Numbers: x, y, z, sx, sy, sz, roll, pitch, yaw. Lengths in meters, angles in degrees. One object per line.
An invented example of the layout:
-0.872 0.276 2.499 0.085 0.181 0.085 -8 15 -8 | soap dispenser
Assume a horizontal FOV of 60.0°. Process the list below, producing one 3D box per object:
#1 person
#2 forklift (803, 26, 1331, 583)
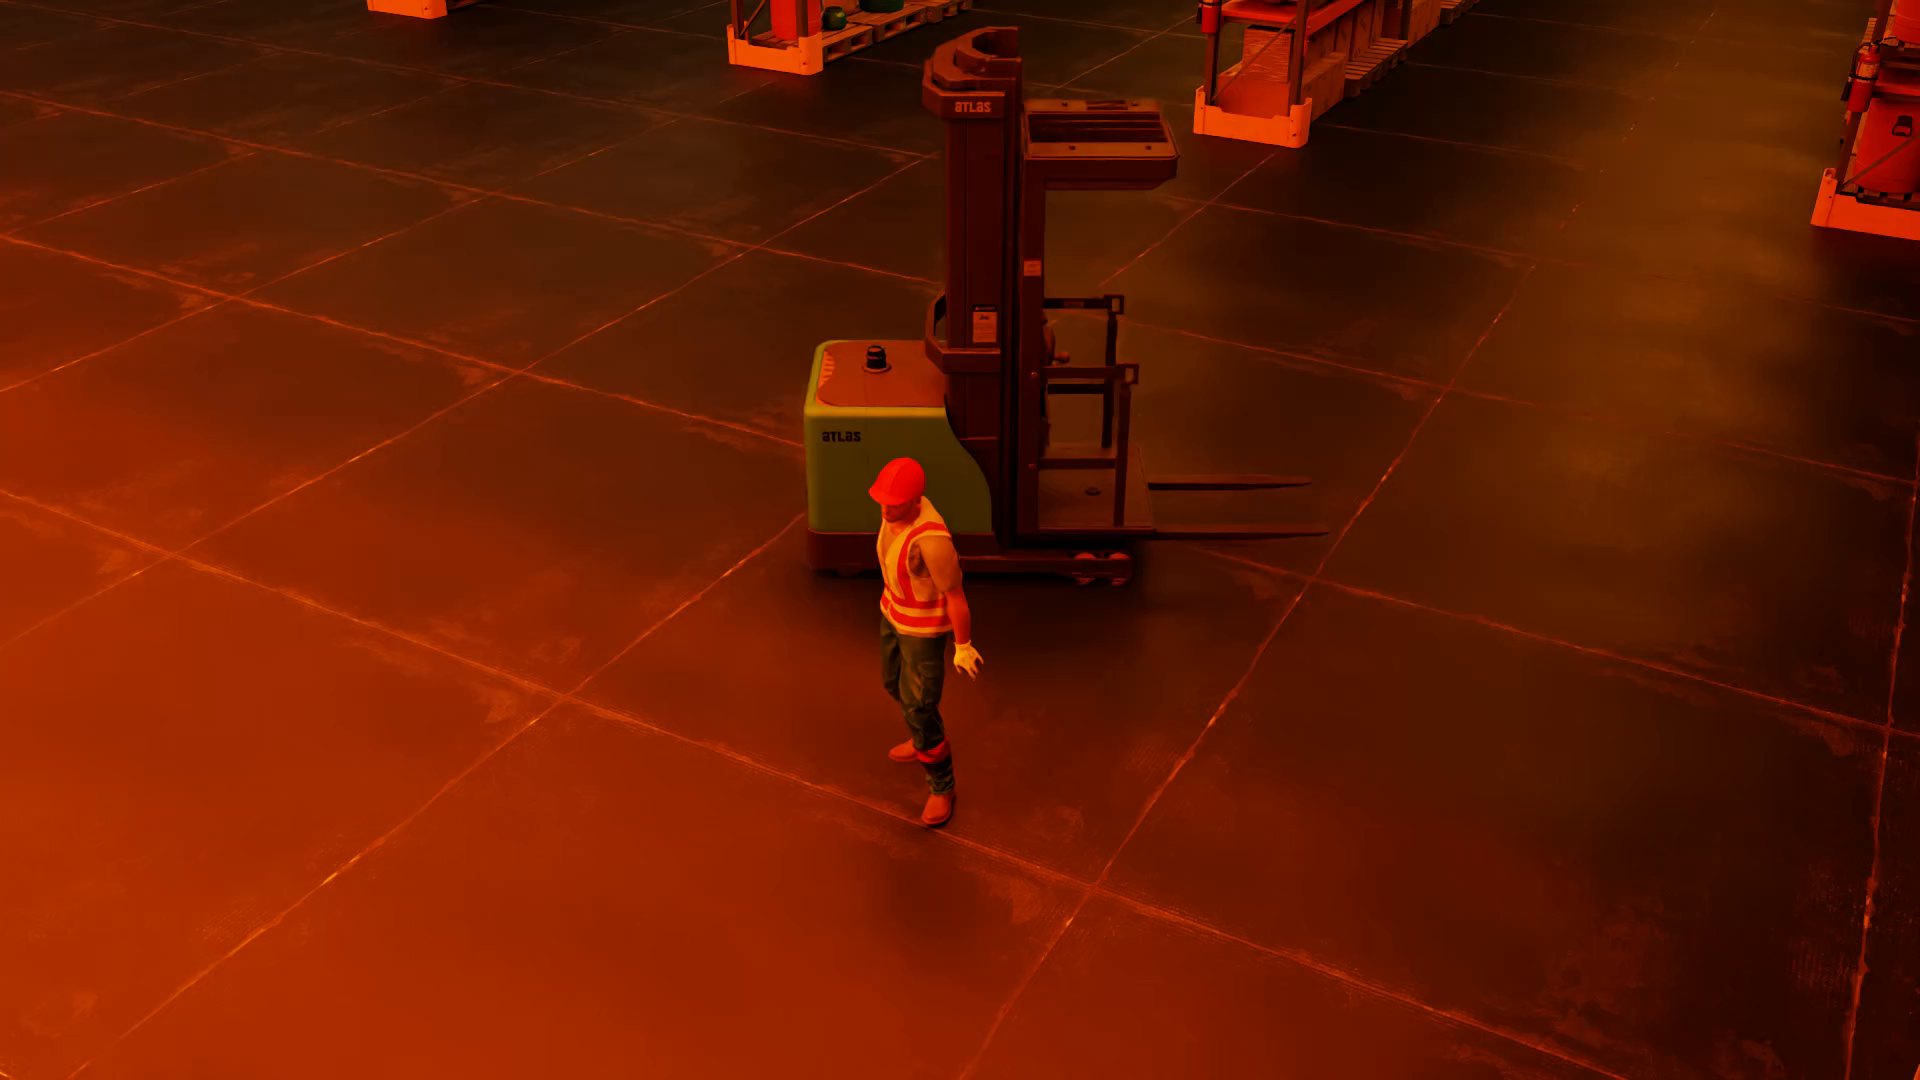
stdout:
-0.216 0.374 7.628 0.455 1.747 0.870 -14 33 -23 | person
0.637 -1.293 9.312 3.031 2.935 1.130 0 30 0 | forklift
